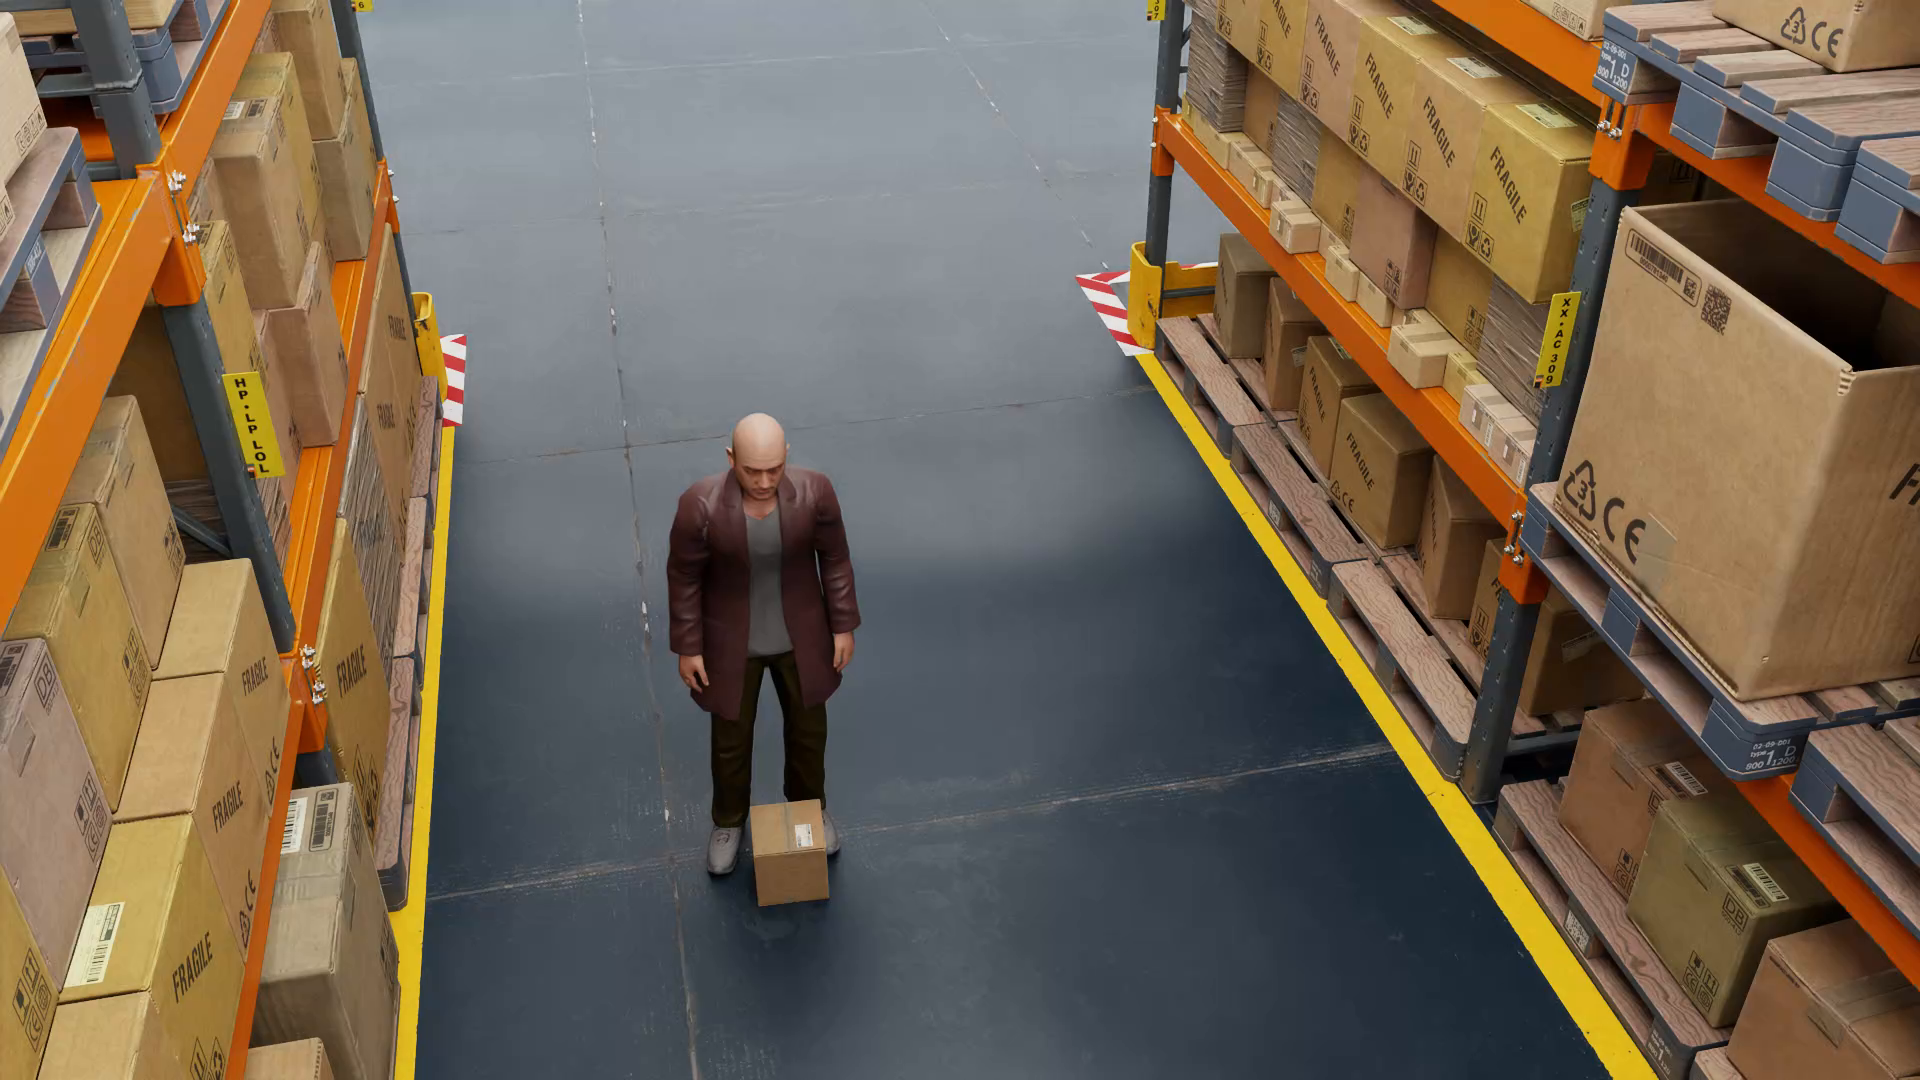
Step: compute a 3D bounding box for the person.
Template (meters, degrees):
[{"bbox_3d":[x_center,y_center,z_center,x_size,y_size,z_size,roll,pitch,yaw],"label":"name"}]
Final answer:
[{"bbox_3d":[-0.659,0.335,5.657,0.652,1.774,0.417,-8,35,-11],"label":"person"}]
